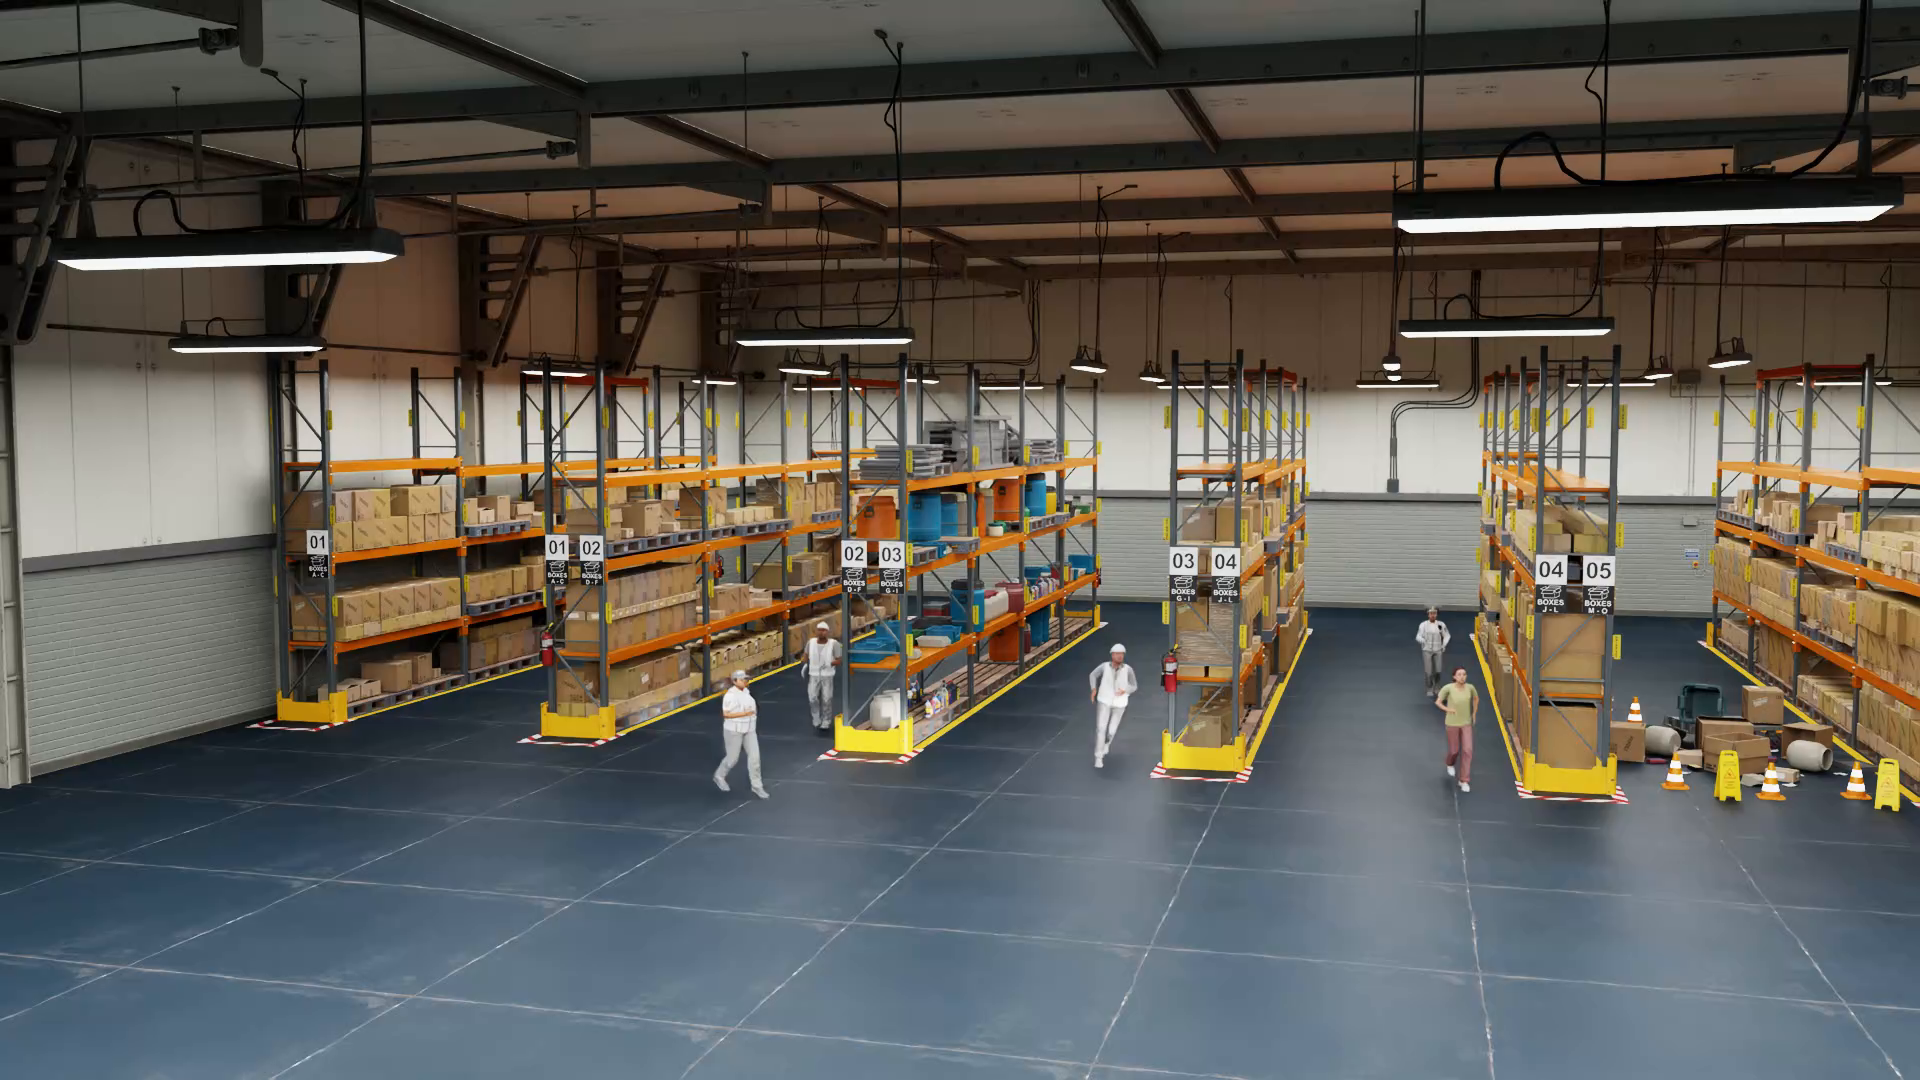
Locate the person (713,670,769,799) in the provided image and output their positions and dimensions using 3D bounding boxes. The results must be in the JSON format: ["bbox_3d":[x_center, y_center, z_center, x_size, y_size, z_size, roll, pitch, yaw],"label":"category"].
[{"bbox_3d":[-2.937,2.565,22.099,0.874,1.691,0.579,3,5,38],"label":"person"}]

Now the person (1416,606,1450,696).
[{"bbox_3d":[8.529,2.012,29.959,0.602,1.650,0.554,1,4,13],"label":"person"}]

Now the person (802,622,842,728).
[{"bbox_3d":[-2.239,2.190,26.769,0.668,1.738,0.634,0,4,5],"label":"person"}]

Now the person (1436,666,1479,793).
[{"bbox_3d":[6.819,2.543,22.773,0.613,1.669,0.880,0,4,3],"label":"person"}]

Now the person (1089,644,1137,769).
[{"bbox_3d":[2.242,2.395,24.317,0.689,1.775,0.888,0,4,2],"label":"person"}]
